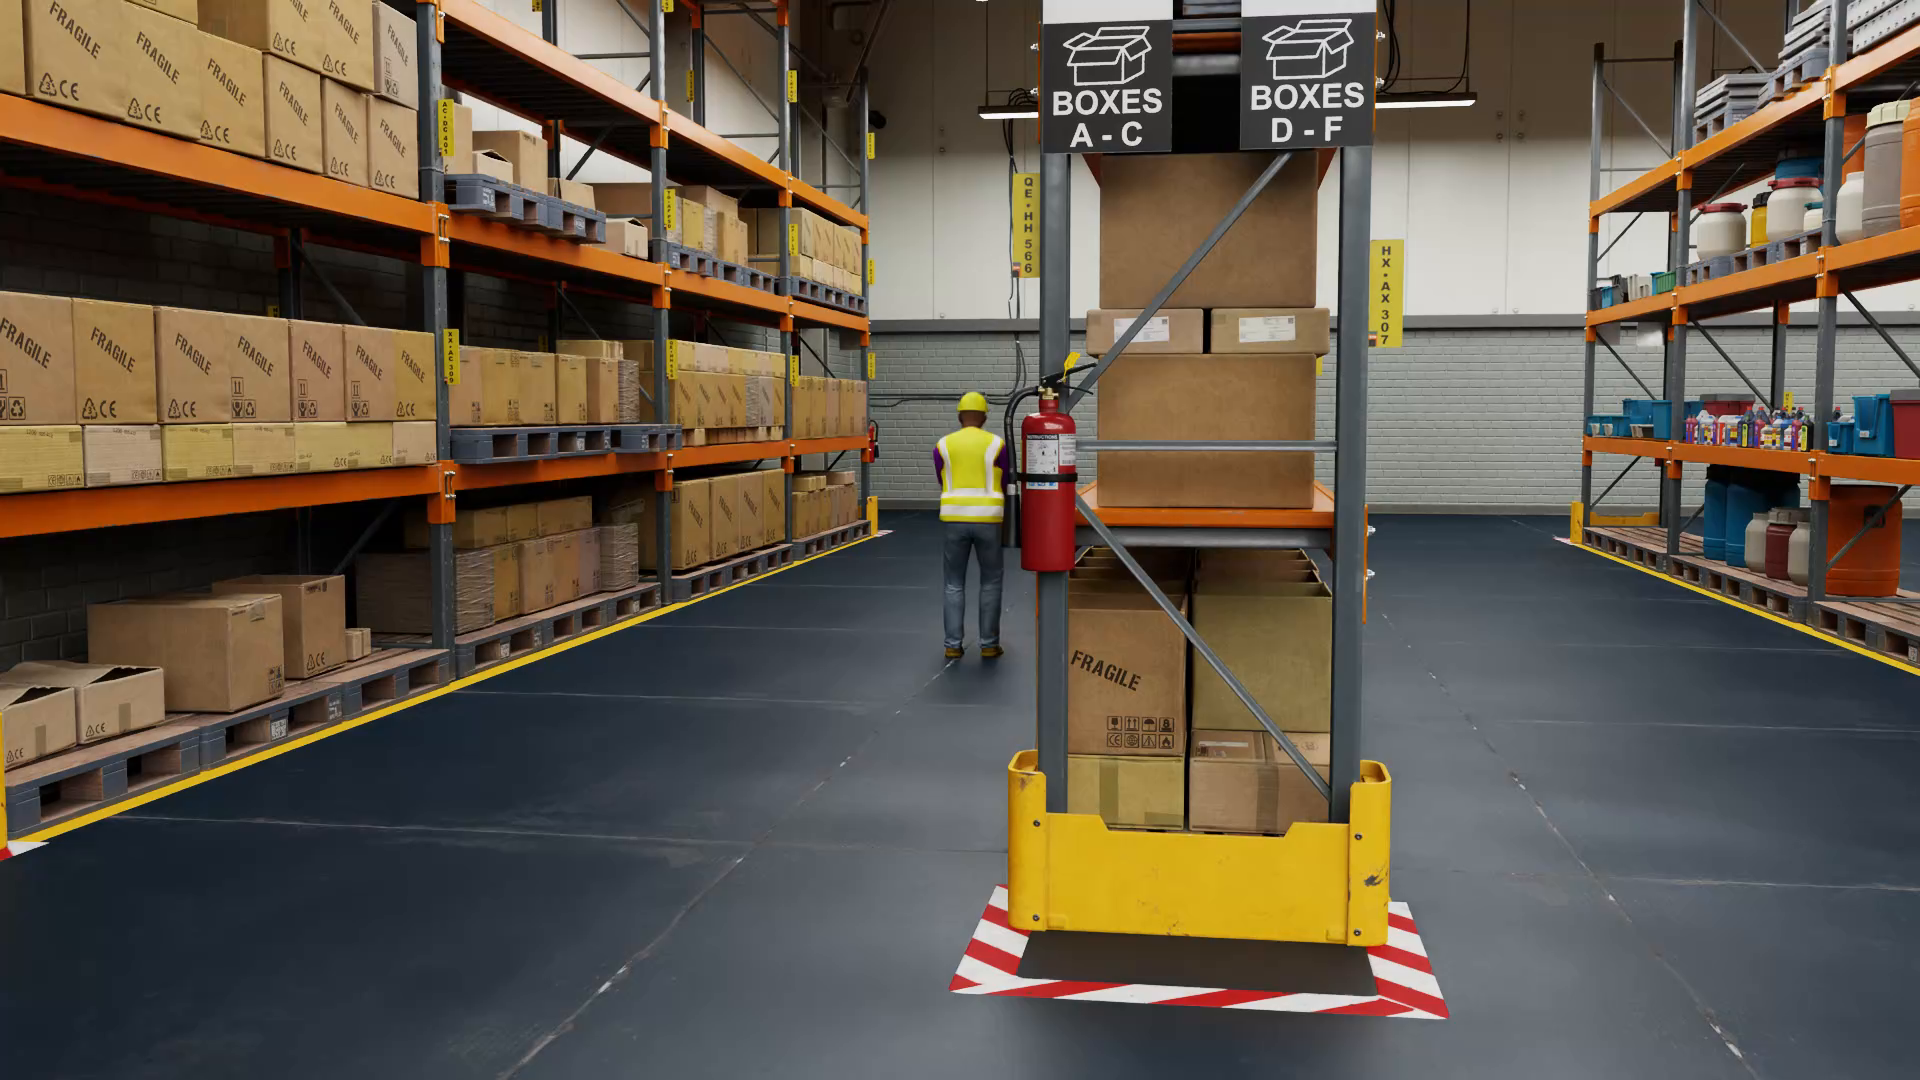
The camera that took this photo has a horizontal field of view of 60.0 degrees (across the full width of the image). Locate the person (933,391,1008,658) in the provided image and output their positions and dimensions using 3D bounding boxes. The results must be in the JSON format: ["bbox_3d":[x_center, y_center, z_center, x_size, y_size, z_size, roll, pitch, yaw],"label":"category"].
[{"bbox_3d":[0.085,-0.110,11.036,0.501,1.746,0.593,1,4,8],"label":"person"}]
